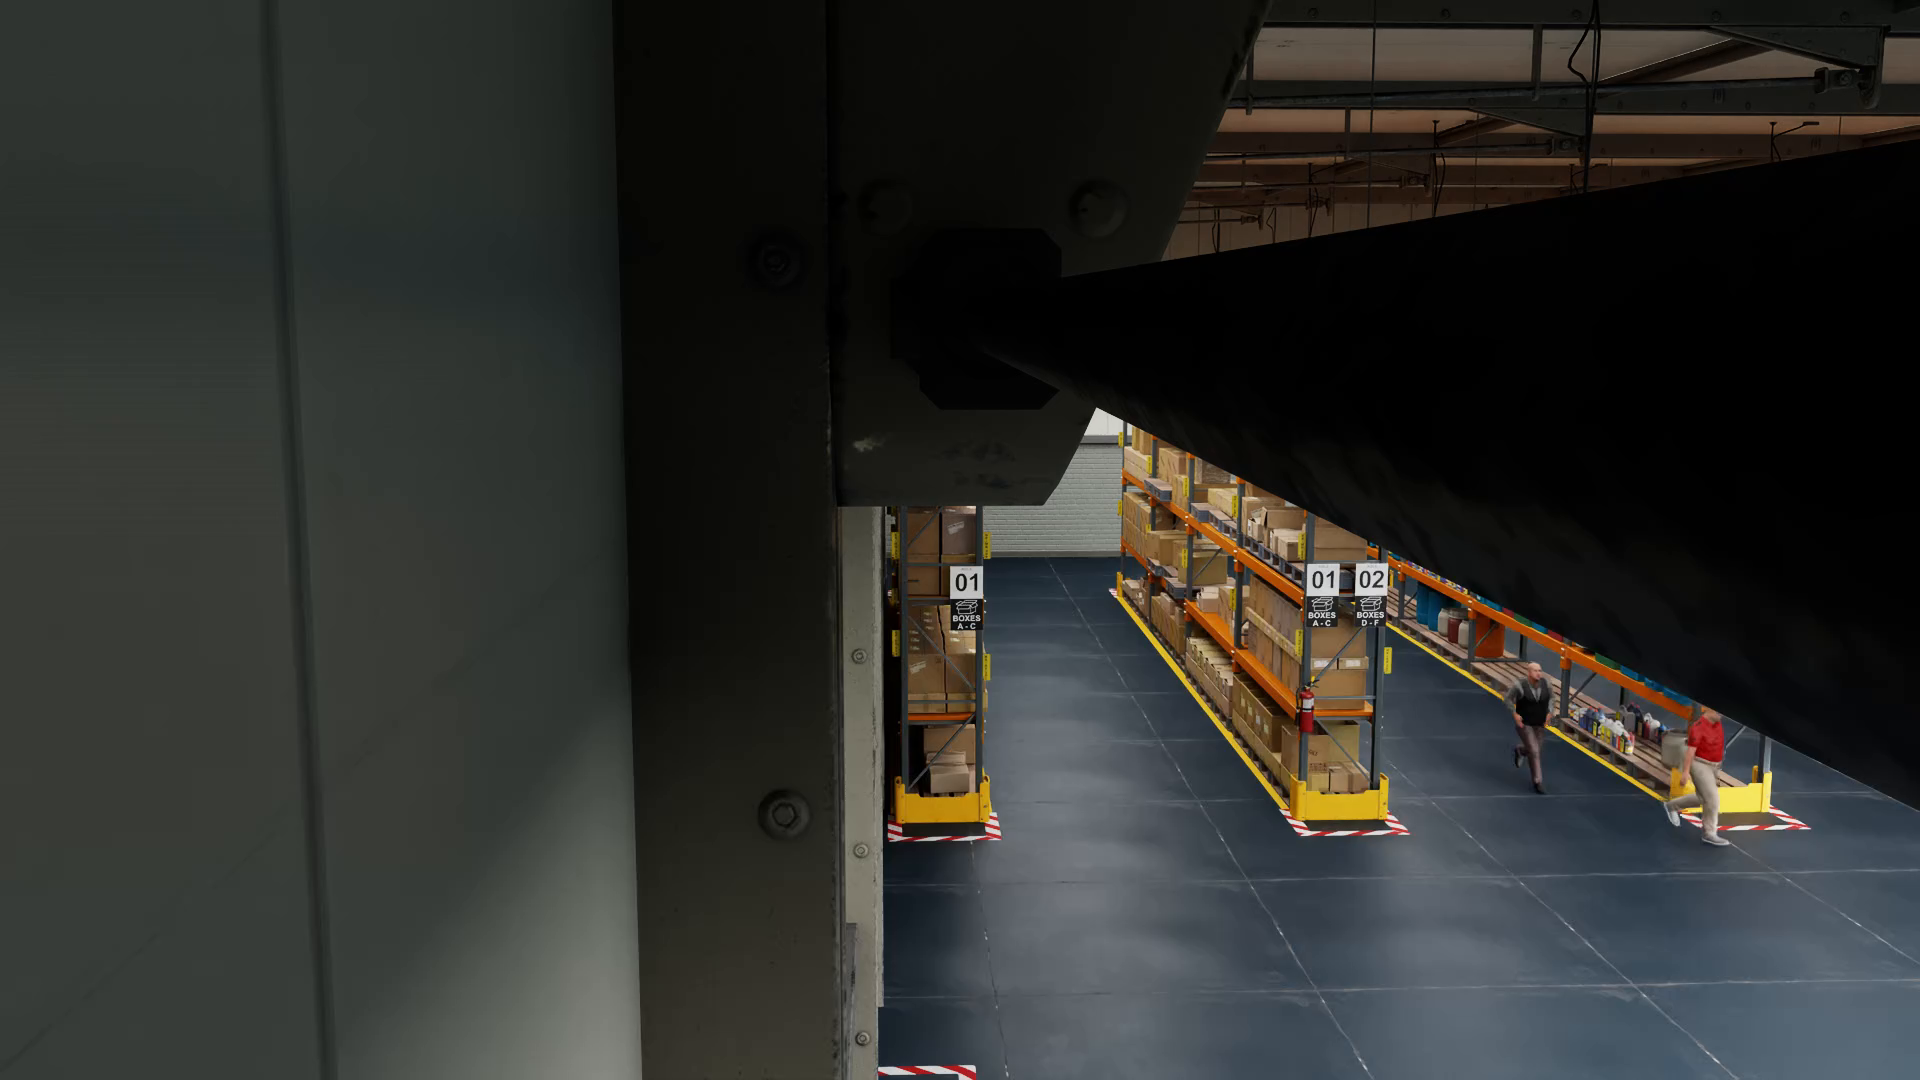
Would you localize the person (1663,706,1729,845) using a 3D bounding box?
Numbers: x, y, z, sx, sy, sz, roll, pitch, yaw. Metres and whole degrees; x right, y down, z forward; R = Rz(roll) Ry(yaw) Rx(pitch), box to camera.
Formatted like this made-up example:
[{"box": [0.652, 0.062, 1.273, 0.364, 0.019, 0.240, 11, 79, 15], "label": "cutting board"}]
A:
[{"box": [8.816, 2.713, 19.824, 0.635, 1.667, 0.962, -6, 10, -38], "label": "person"}]

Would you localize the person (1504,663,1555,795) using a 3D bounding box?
[{"box": [7.526, 2.433, 22.007, 0.676, 1.704, 0.916, -1, 8, -8], "label": "person"}]
